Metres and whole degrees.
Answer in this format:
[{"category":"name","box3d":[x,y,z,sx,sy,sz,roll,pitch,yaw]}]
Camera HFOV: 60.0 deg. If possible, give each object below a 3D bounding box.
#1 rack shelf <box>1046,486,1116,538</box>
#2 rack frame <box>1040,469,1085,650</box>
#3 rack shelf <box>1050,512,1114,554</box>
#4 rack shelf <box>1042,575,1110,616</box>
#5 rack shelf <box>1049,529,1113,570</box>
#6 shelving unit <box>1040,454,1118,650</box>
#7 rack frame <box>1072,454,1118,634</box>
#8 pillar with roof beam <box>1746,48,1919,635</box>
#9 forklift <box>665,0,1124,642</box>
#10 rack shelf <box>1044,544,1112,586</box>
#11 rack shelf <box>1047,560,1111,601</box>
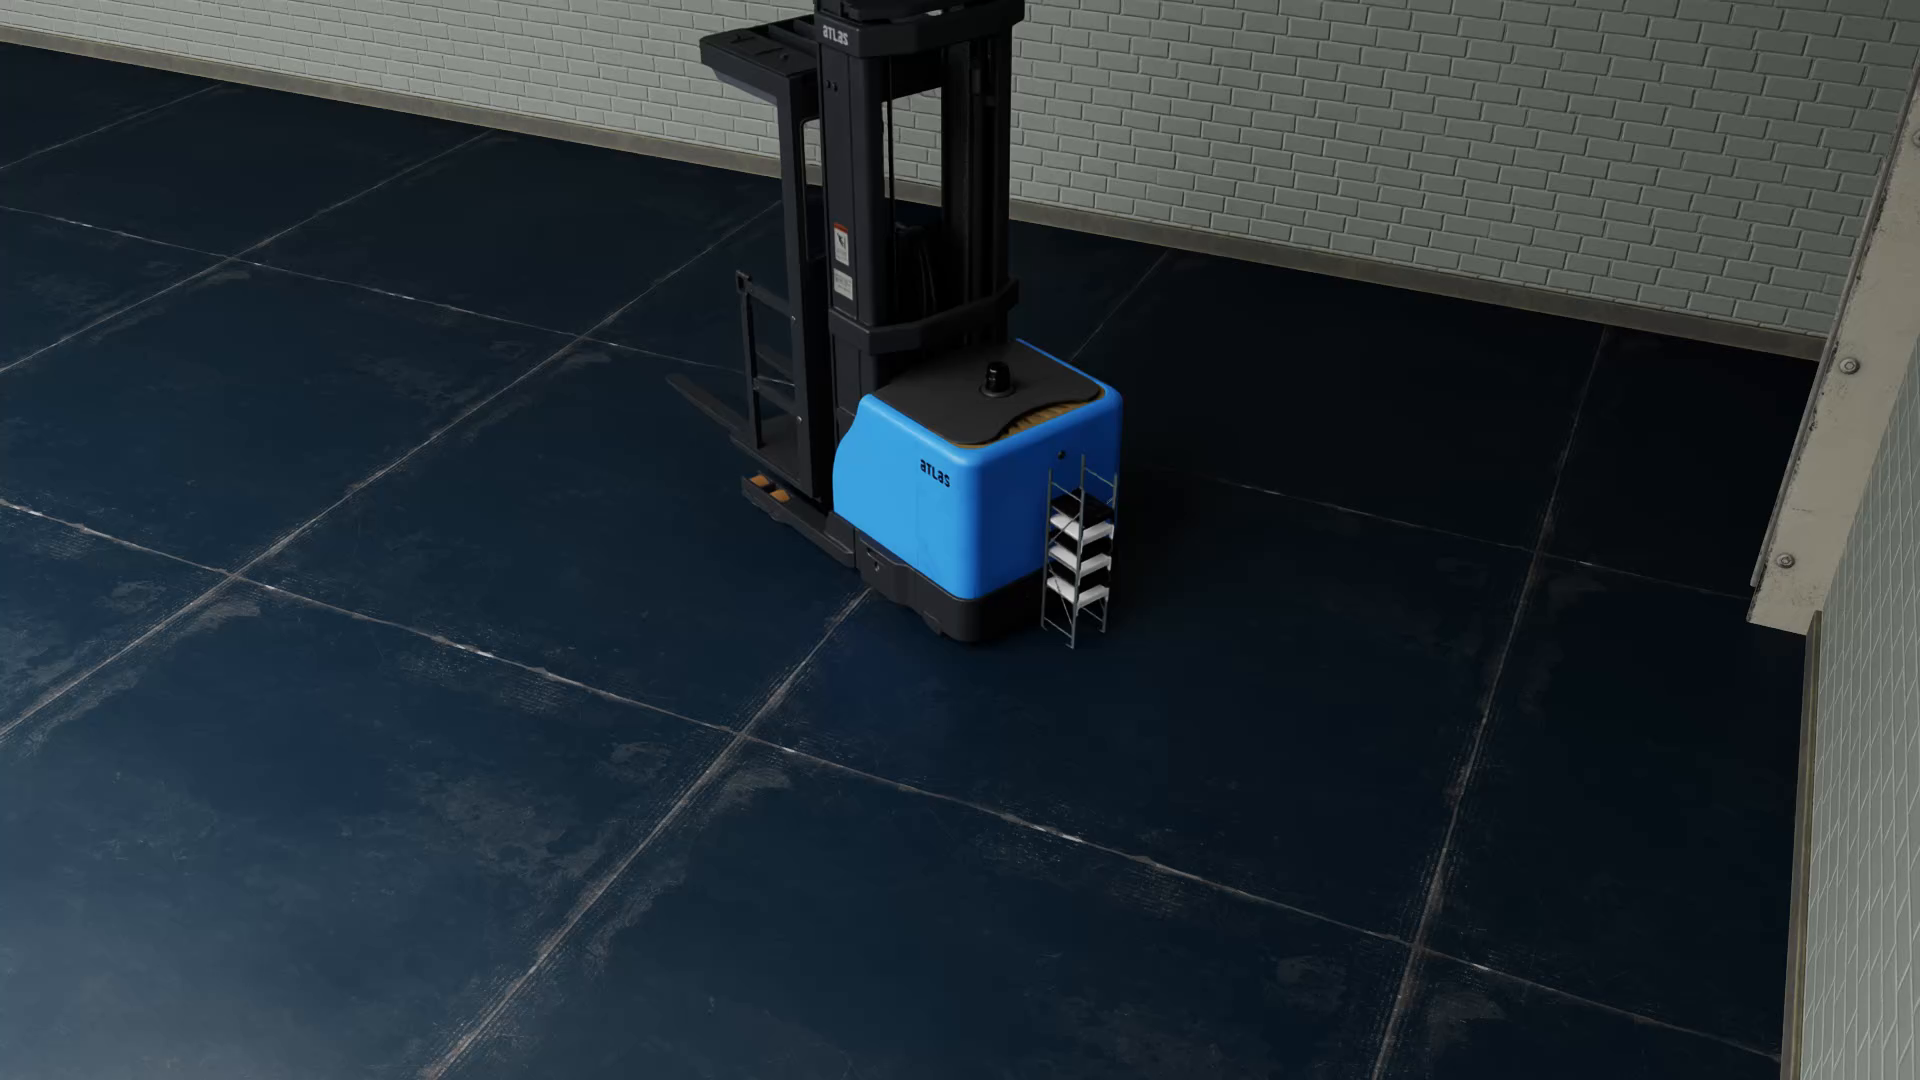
[{"category":"rack shelf","box3d":[0.560,-0.131,7.691,0.200,0.077,0.258,-24,42,-32]},{"category":"rack frame","box3d":[0.477,0.099,7.772,0.006,0.900,0.240,-24,42,-32]},{"category":"rack shelf","box3d":[0.558,-0.057,7.742,0.200,0.077,0.258,-24,42,-32]},{"category":"rack shelf","box3d":[0.553,0.240,7.946,0.200,0.077,0.258,-24,42,-32]},{"category":"rack shelf","box3d":[0.557,0.017,7.793,0.200,0.077,0.258,-24,42,-32]},{"category":"shelving unit","box3d":[0.556,0.064,7.825,0.210,0.900,0.258,-24,42,-32]},{"category":"rack frame","box3d":[0.635,0.029,7.878,0.006,0.900,0.240,-24,42,-32]},{"category":"pillar with roof beam","box3d":[0.163,-4.415,7.277,9.100,9.000,0.400,14,36,20]},{"category":"forklift","box3d":[-0.529,-1.482,8.337,1.130,2.935,3.031,-24,40,-32]},{"category":"rack shelf","box3d":[0.555,0.092,7.844,0.200,0.077,0.258,-24,42,-32]},{"category":"rack shelf","box3d":[0.554,0.166,7.895,0.200,0.077,0.258,-24,42,-32]}]
